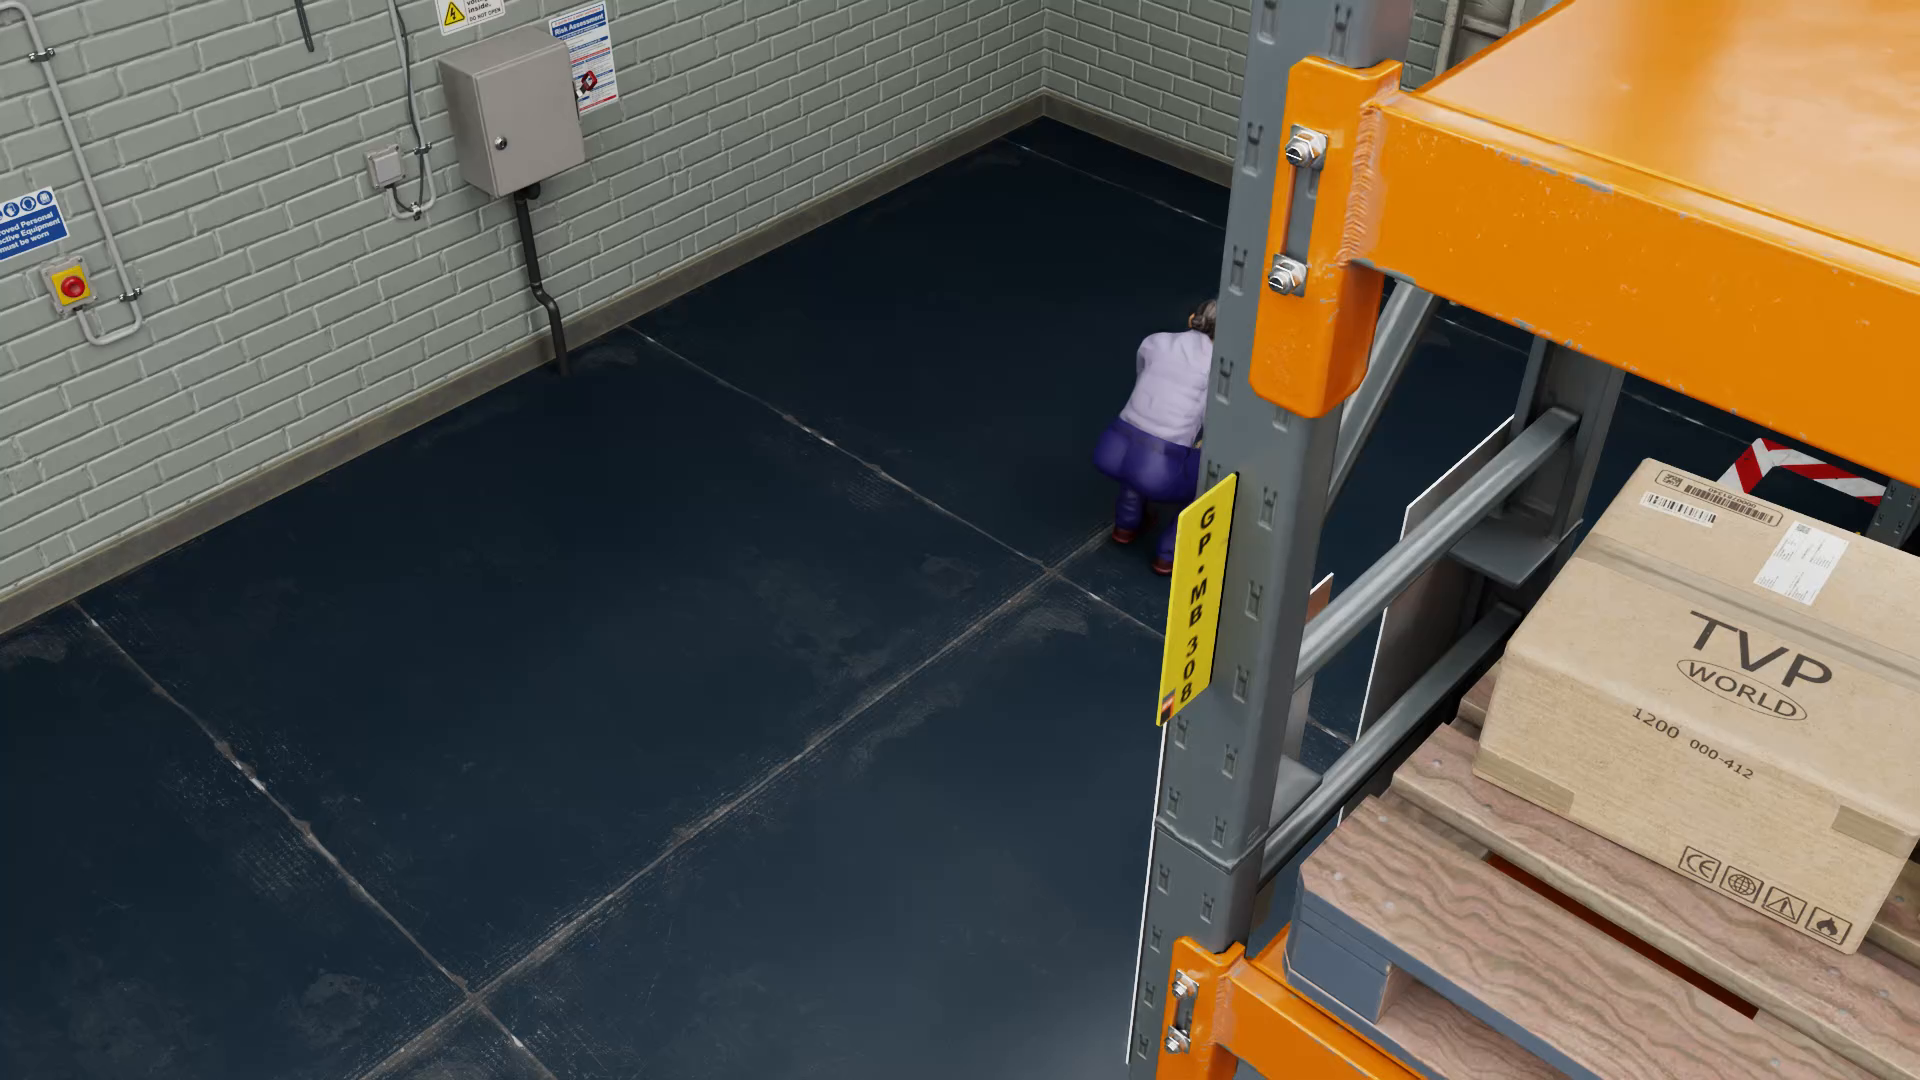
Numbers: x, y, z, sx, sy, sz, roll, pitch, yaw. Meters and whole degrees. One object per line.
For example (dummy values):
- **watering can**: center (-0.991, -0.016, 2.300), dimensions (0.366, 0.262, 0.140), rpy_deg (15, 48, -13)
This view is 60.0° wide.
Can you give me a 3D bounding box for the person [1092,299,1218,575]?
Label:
- **person**: center (0.890, -0.433, 7.136), dimensions (0.536, 1.086, 0.778), rpy_deg (30, 48, 31)
